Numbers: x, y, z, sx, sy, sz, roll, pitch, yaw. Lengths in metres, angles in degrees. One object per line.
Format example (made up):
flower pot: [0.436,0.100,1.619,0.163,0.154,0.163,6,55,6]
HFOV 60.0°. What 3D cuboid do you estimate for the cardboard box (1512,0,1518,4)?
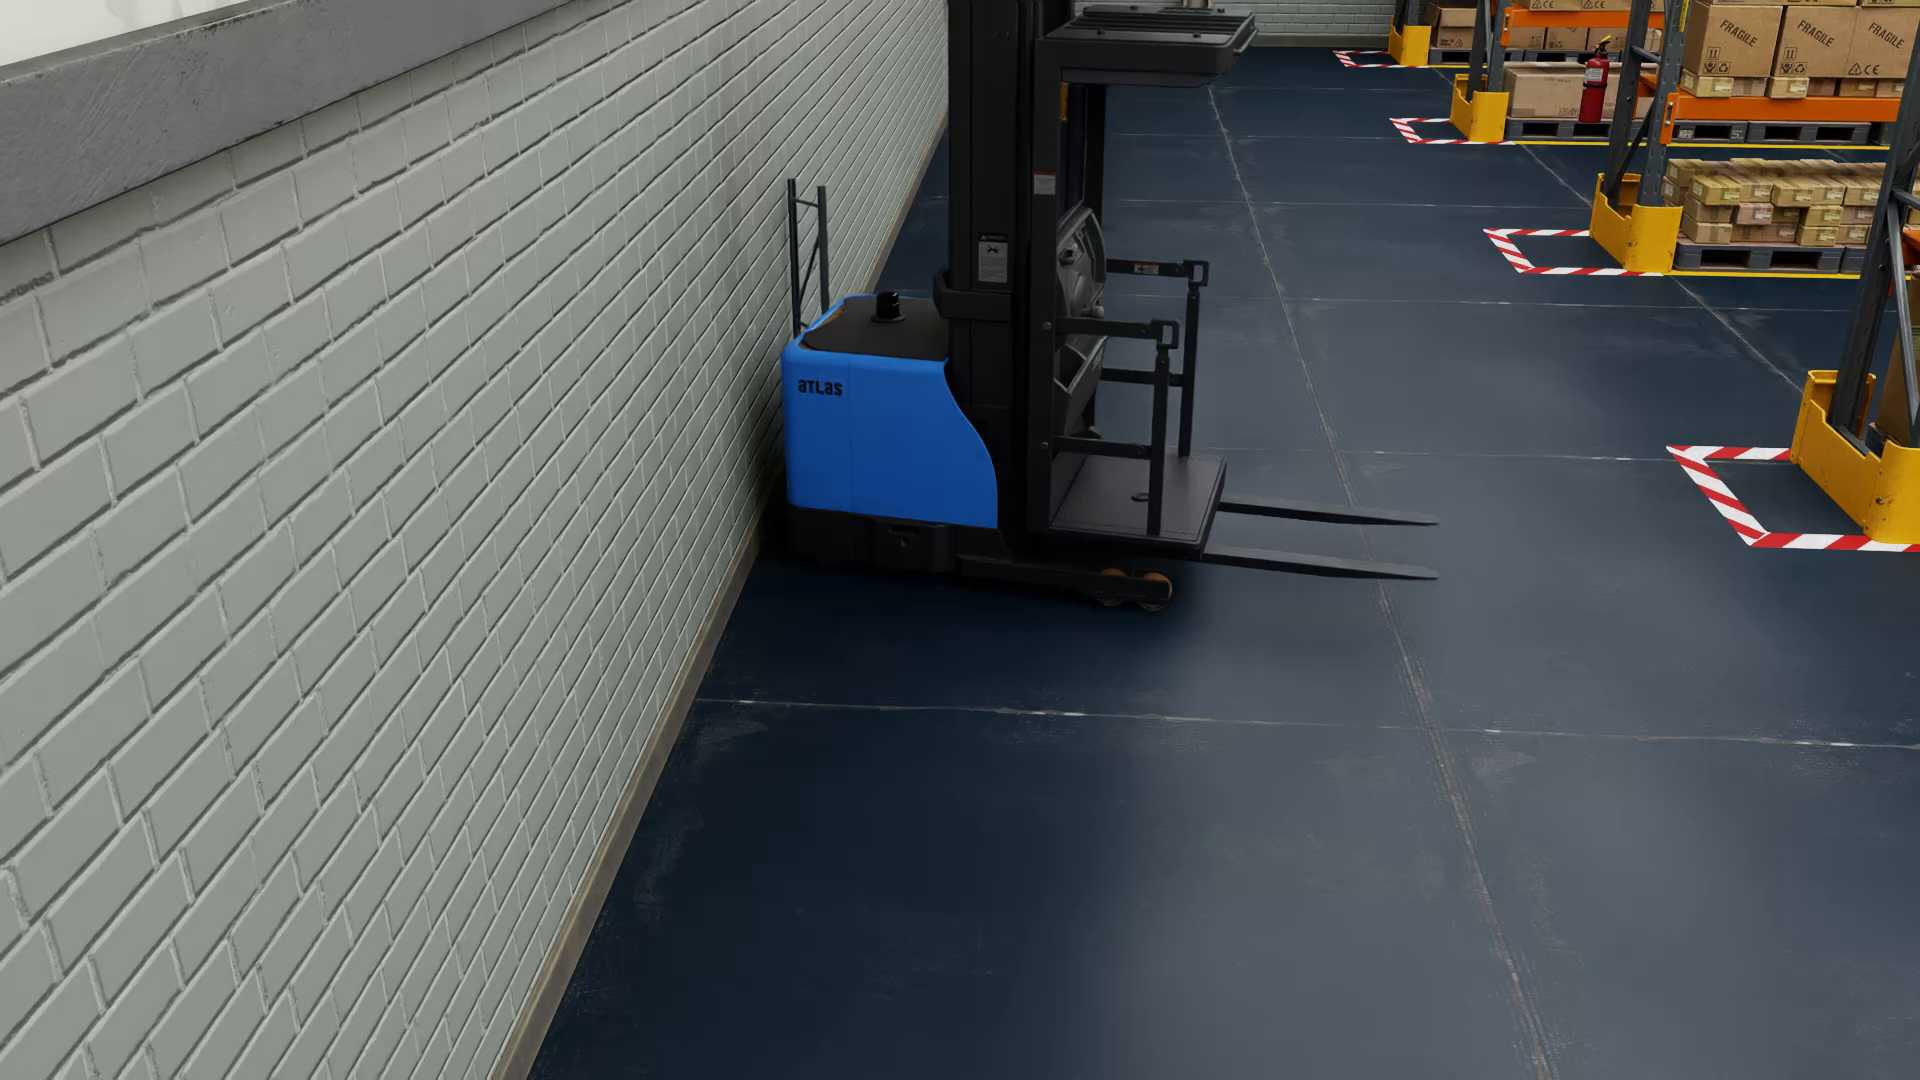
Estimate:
cardboard box: [6.014,-5.855,17.267,0.500,0.500,0.500,2,25,4]

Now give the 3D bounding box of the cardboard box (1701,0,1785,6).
cardboard box: [5.662,-4.158,12.027,0.500,0.500,0.500,2,25,4]

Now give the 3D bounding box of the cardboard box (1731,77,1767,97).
cardboard box: [5.790,-3.397,12.344,0.250,0.149,0.380,3,25,6]

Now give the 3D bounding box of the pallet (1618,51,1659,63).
pallet: [9.193,-6.411,21.931,1.213,0.211,1.003,2,25,4]

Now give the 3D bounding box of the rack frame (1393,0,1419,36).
rack frame: [5.890,-7.784,21.578,0.127,3.000,1.000,2,25,4]

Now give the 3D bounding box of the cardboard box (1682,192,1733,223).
cardboard box: [5.738,-2.556,12.768,0.250,0.149,0.380,3,25,6]

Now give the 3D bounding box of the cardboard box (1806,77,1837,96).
cardboard box: [6.323,-3.415,12.383,0.250,0.149,0.380,3,25,6]

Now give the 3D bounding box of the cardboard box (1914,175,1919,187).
cardboard box: [7.303,-2.654,12.626,0.250,0.149,0.380,2,25,4]

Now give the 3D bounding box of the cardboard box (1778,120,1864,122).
cardboard box: [8.884,-4.679,17.392,0.875,0.438,0.875,1,25,3]

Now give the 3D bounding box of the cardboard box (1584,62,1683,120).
cardboard box: [7.092,-4.737,17.518,0.875,0.438,0.875,2,25,5]

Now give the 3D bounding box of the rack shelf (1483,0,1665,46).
rack shelf: [7.507,-5.324,17.093,4.000,0.370,1.077,2,25,4]

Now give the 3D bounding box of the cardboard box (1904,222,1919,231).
cardboard box: [7.276,-2.350,12.677,0.250,0.149,0.380,2,25,4]

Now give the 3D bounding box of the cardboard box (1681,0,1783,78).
cardboard box: [5.662,-3.700,12.227,0.500,0.500,0.500,3,25,6]

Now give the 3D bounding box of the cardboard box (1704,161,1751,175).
cardboard box: [6.028,-2.871,13.098,0.250,0.149,0.380,2,25,5]

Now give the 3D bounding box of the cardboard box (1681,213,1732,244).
cardboard box: [5.733,-2.394,12.773,0.250,0.149,0.380,2,25,5]

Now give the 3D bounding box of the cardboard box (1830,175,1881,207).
cardboard box: [6.786,-2.650,12.617,0.250,0.149,0.380,3,25,6]

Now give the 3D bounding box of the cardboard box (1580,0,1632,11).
cardboard box: [6.476,-5.621,16.757,0.500,0.500,0.500,1,25,3]

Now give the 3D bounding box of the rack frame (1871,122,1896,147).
rack frame: [9.502,-5.587,16.804,0.127,3.000,1.000,2,25,4]

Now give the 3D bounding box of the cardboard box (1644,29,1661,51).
cardboard box: [8.944,-6.512,21.581,0.258,0.266,0.396,3,25,6]

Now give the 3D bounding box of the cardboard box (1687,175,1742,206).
cardboard box: [5.731,-2.656,12.631,0.250,0.149,0.380,1,25,2]

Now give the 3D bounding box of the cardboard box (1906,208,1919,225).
cardboard box: [7.319,-2.526,12.703,0.250,0.149,0.380,3,25,6]

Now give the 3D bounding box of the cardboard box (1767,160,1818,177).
cardboard box: [6.550,-2.881,13.120,0.250,0.149,0.380,1,25,2]

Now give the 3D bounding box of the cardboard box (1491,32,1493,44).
cardboard box: [6.913,-6.591,21.893,0.250,0.149,0.380,1,25,2]

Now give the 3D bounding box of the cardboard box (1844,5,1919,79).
cardboard box: [6.685,-3.672,12.167,0.500,0.500,0.500,2,25,5]

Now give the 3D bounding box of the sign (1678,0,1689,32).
sign: [5.194,-3.816,11.919,0.005,0.325,0.100,2,25,4]

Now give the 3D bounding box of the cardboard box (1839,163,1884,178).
cardboard box: [7.076,-2.841,13.033,0.250,0.149,0.380,1,25,2]

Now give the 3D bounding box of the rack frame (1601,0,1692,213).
rack frame: [5.235,-3.649,12.591,0.127,3.000,1.000,2,25,4]

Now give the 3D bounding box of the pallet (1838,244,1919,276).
pallet: [7.331,-2.299,12.993,1.213,0.211,1.003,2,25,4]

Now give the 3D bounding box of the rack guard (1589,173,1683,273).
rack guard: [5.311,-2.511,13.108,0.348,0.500,1.175,2,25,4]

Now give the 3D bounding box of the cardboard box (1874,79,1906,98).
cardboard box: [6.835,-3.376,12.299,0.250,0.149,0.380,1,25,3]

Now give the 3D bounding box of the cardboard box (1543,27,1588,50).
cardboard box: [7.861,-6.678,21.662,0.500,0.500,0.500,2,25,5]

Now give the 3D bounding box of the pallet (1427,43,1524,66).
pallet: [6.760,-6.489,22.101,1.213,0.211,1.003,2,25,4]

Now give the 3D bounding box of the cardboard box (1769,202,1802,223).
cardboard box: [6.257,-2.553,12.761,0.250,0.149,0.380,2,25,5]

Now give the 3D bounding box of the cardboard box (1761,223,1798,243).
cardboard box: [6.248,-2.415,12.818,0.250,0.149,0.380,2,25,5]

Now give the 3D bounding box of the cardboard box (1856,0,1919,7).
cardboard box: [6.683,-4.119,11.942,0.500,0.500,0.500,1,25,3]

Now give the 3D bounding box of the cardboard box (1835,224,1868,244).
cardboard box: [6.756,-2.393,12.769,0.250,0.149,0.380,2,25,4]

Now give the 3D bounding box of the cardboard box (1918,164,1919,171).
cardboard box: [7.582,-2.820,12.987,0.250,0.149,0.380,1,25,2]

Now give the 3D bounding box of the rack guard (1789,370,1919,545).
rack guard: [4.731,-0.450,8.630,0.348,0.500,1.175,2,25,4]

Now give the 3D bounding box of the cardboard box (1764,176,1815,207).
cardboard box: [6.257,-2.636,12.587,0.250,0.149,0.380,2,25,4]

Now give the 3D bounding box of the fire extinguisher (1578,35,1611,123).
fire extinguisher: [5.019,-3.645,13.121,0.183,0.674,0.296,2,25,4]

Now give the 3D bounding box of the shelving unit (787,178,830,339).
shelving unit: [-0.315,-1.171,8.884,1.048,1.500,0.538,-8,19,-23]

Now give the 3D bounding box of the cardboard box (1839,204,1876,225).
cardboard box: [6.777,-2.530,12.713,0.250,0.149,0.380,1,25,1]

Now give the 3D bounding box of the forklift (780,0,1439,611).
forklift: [0.737,-1.258,7.477,3.031,2.935,1.130,6,25,13]

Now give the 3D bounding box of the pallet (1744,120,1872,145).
pallet: [8.749,-4.377,17.510,1.213,0.211,1.003,2,25,4]

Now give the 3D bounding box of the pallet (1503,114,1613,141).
pallet: [6.317,-4.455,17.680,1.213,0.211,1.003,2,25,4]
